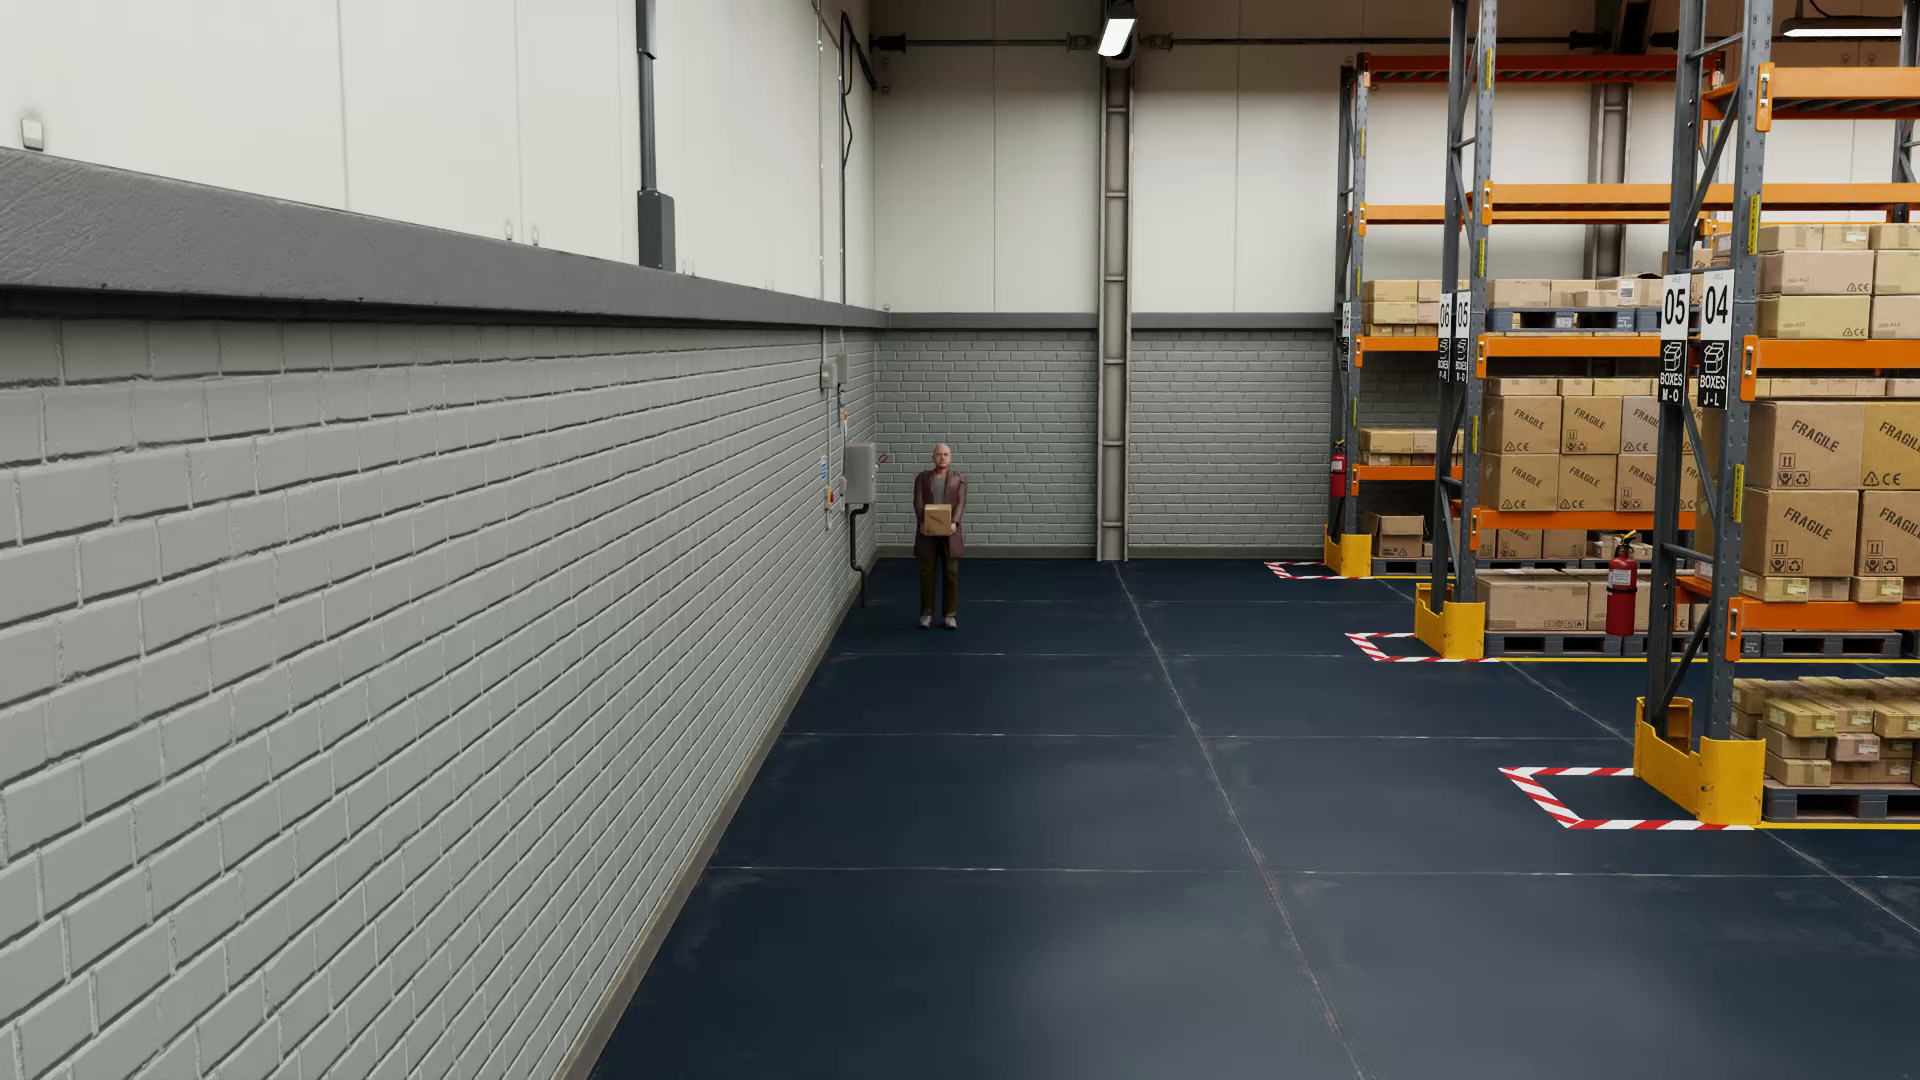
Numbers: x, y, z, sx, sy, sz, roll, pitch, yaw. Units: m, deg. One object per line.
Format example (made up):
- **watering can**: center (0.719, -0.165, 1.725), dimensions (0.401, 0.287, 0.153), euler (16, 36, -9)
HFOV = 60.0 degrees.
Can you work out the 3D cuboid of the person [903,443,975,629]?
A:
- **person**: center (-0.208, -0.047, 16.125), dimensions (0.695, 1.776, 0.582), euler (0, 7, 1)
